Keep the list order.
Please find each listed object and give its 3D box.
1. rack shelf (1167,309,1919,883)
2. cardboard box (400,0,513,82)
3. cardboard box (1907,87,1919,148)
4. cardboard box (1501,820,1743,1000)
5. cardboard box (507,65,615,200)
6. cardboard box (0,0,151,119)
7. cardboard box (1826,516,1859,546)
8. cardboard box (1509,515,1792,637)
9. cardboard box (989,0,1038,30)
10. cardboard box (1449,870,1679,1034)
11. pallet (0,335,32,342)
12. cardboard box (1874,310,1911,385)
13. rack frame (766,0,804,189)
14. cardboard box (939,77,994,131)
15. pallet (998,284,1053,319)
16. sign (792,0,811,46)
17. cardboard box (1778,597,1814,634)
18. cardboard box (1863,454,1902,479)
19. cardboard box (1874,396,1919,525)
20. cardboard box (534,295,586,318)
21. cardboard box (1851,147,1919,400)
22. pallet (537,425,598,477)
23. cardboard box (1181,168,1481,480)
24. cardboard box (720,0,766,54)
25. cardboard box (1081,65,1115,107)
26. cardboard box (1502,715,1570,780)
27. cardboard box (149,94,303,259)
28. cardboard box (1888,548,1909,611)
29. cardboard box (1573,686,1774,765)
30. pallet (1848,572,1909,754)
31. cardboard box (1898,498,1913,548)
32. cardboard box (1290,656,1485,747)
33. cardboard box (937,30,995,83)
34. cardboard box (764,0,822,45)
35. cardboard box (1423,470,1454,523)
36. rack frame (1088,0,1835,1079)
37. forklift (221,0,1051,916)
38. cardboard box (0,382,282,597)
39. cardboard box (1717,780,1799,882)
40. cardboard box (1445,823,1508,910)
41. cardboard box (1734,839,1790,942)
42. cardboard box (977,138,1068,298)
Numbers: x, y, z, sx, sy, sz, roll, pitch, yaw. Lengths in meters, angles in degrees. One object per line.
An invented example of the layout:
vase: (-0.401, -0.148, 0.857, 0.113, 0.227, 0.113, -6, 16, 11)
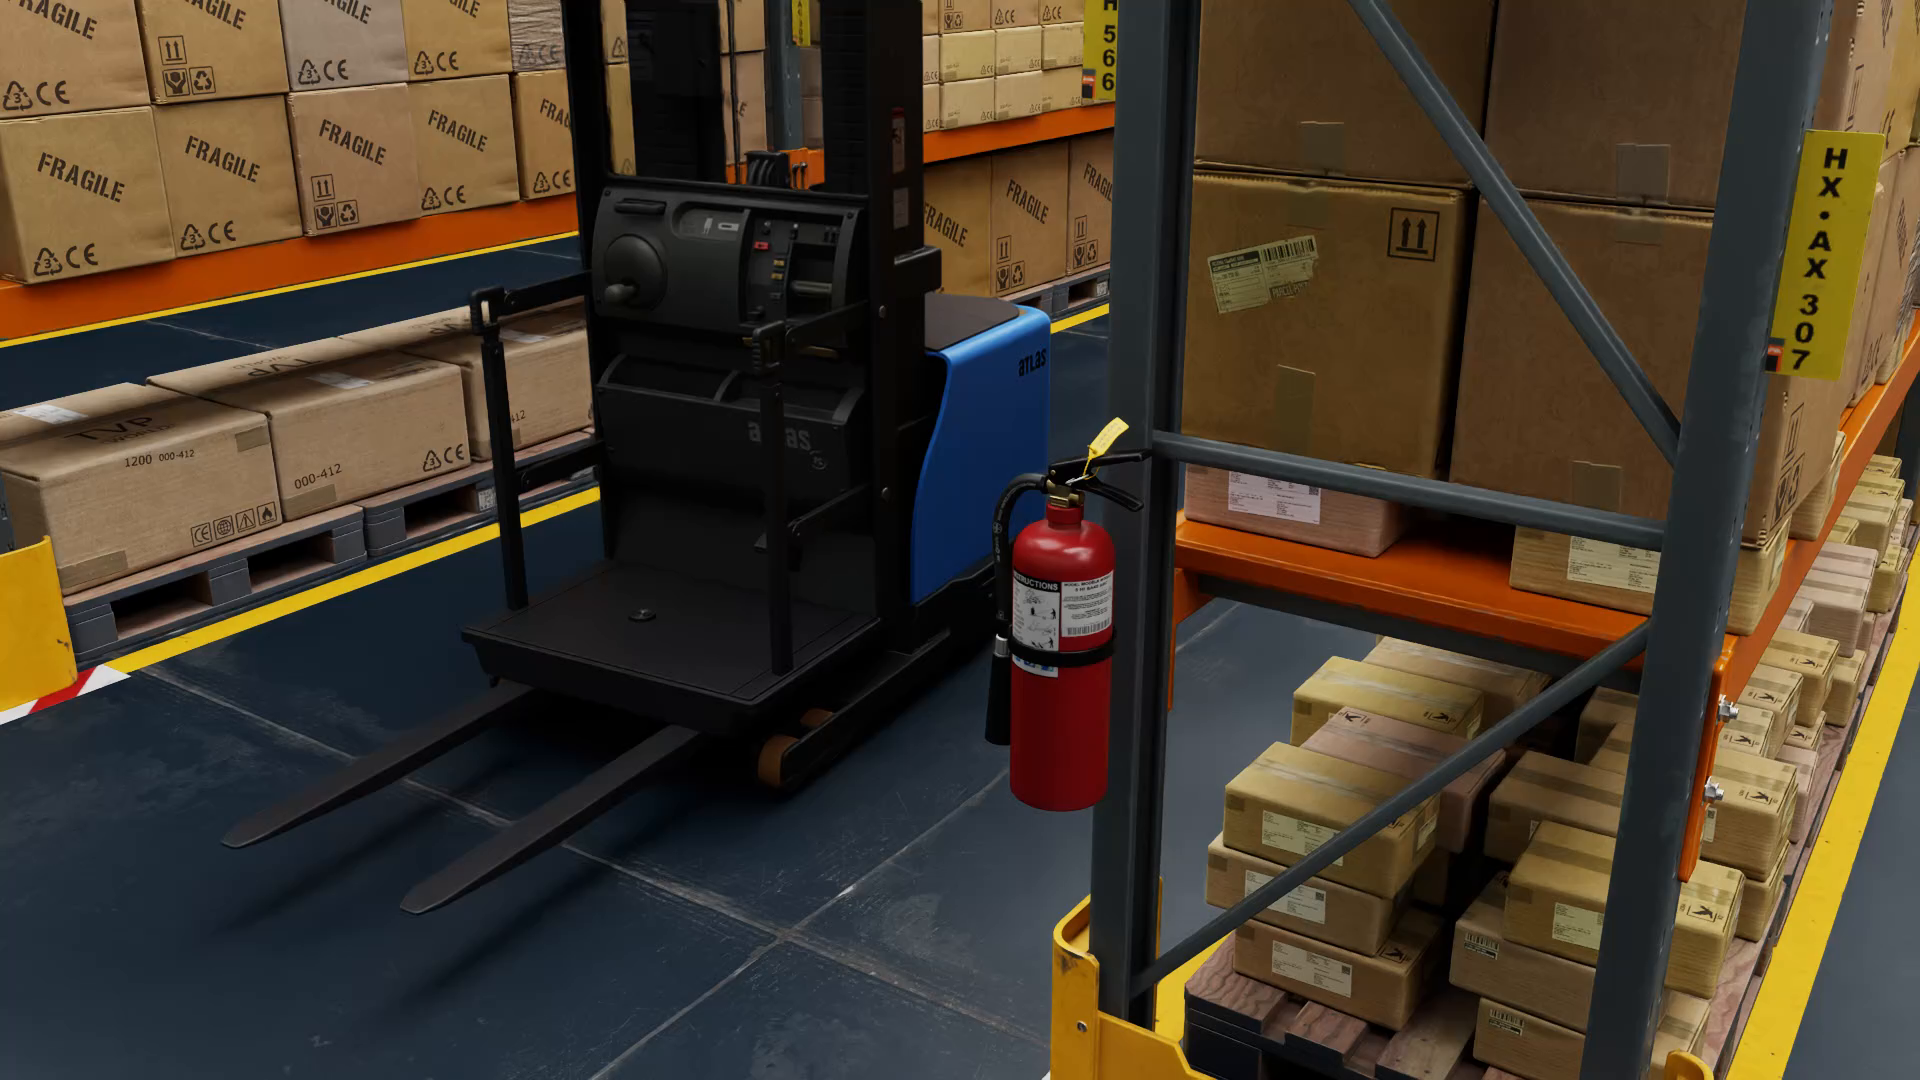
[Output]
rack shelf: (1.818, -0.312, 4.322, 1.077, 0.370, 4.000, 13, 24, 32)
cardboard box: (-2.104, -2.052, 6.404, 0.500, 0.500, 0.500, 13, 24, 32)
cardboard box: (1.755, -1.099, 3.398, 0.500, 0.500, 0.500, 13, 24, 31)
cardboard box: (1.269, 0.701, 3.192, 0.380, 0.149, 0.250, 12, 23, 29)
cardboard box: (-1.813, -1.728, 6.968, 0.500, 0.500, 0.500, 13, 24, 31)
cardboard box: (-2.951, -1.610, 5.209, 0.500, 0.500, 0.500, 13, 24, 31)
cardboard box: (2.503, 0.004, 5.078, 0.380, 0.149, 0.250, 14, 25, 34)
cardboard box: (1.147, 0.013, 2.768, 0.380, 0.149, 0.250, 13, 24, 31)
cardboard box: (0.109, -3.190, 9.480, 0.500, 0.500, 0.500, 13, 24, 31)
cardboard box: (1.201, 0.825, 3.287, 0.380, 0.149, 0.250, 14, 25, 34)
pallet: (-6.387, -1.270, 9.895, 1.003, 0.211, 1.213, 13, 24, 32)
cardboard box: (2.156, -0.515, 4.197, 0.380, 0.149, 0.250, 14, 24, 33)
rack frame: (-1.208, -2.160, 8.280, 1.000, 3.000, 0.127, 13, 24, 32)
cardboard box: (-0.152, -2.457, 9.299, 0.500, 0.250, 0.500, 13, 24, 31)
pallet: (-0.152, -1.439, 10.352, 1.003, 0.211, 1.213, 13, 24, 32)
sign: (-0.748, -2.495, 7.825, 0.100, 0.325, 0.005, 13, 24, 32)
cardboard box: (2.055, 0.229, 4.468, 0.380, 0.149, 0.250, 13, 24, 32)
cardboard box: (2.958, -0.209, 5.654, 0.380, 0.149, 0.250, 14, 25, 33)
cardboard box: (3.577, -0.408, 6.543, 0.500, 0.500, 0.500, 14, 25, 34)
cardboard box: (-1.650, -0.996, 8.221, 0.875, 0.438, 0.875, 13, 24, 31)
cardboard box: (1.740, -0.634, 3.581, 0.500, 0.500, 0.500, 14, 24, 33)
pallet: (-1.700, -0.649, 8.215, 1.003, 0.211, 1.213, 13, 24, 32)
cardboard box: (0.734, -0.441, 3.061, 0.500, 0.500, 0.500, 14, 24, 33)
cardboard box: (-1.245, -2.486, 7.578, 0.500, 0.500, 0.500, 13, 24, 31)
cardboard box: (0.697, -2.892, 10.475, 0.500, 0.250, 0.500, 14, 24, 33)
cardboard box: (1.281, 0.511, 4.134, 0.380, 0.149, 0.250, 13, 24, 31)
cardboard box: (-2.688, -1.291, 5.788, 0.500, 0.500, 0.500, 13, 24, 31)
cardboard box: (3.004, 0.096, 5.686, 0.380, 0.149, 0.250, 14, 24, 32)
cardboard box: (1.644, 0.464, 3.833, 0.380, 0.149, 0.250, 12, 23, 29)
pallet: (2.594, 0.284, 5.693, 1.003, 0.211, 1.213, 13, 24, 32)
cardboard box: (3.028, -0.070, 5.707, 0.380, 0.149, 0.250, 14, 24, 33)
cardboard box: (1.011, 0.424, 3.941, 0.380, 0.149, 0.250, 13, 24, 31)
cardboard box: (-0.152, -2.690, 9.209, 0.500, 0.250, 0.500, 14, 24, 32)
cardboard box: (-0.723, -2.746, 8.279, 0.500, 0.500, 0.500, 14, 24, 32)
cardboard box: (0.814, -0.171, 3.264, 0.380, 0.149, 0.250, 13, 24, 32)
rack frame: (0.697, -0.075, 2.644, 0.949, 2.616, 0.053, 13, 24, 32)
forklift: (-0.810, -0.825, 4.770, 1.130, 2.935, 3.031, 11, 23, 27)
cardboard box: (-3.168, -0.216, 6.114, 0.875, 0.438, 0.875, 12, 24, 30)
cardboard box: (1.700, 0.617, 3.848, 0.380, 0.149, 0.250, 14, 25, 33)
cardboard box: (1.098, 0.720, 3.998, 0.380, 0.149, 0.250, 13, 24, 32)
cardboard box: (1.701, 0.761, 3.888, 0.380, 0.149, 0.250, 14, 24, 32)
cardboard box: (0.079, -2.071, 10.497, 0.875, 0.875, 0.875, 14, 24, 32)
